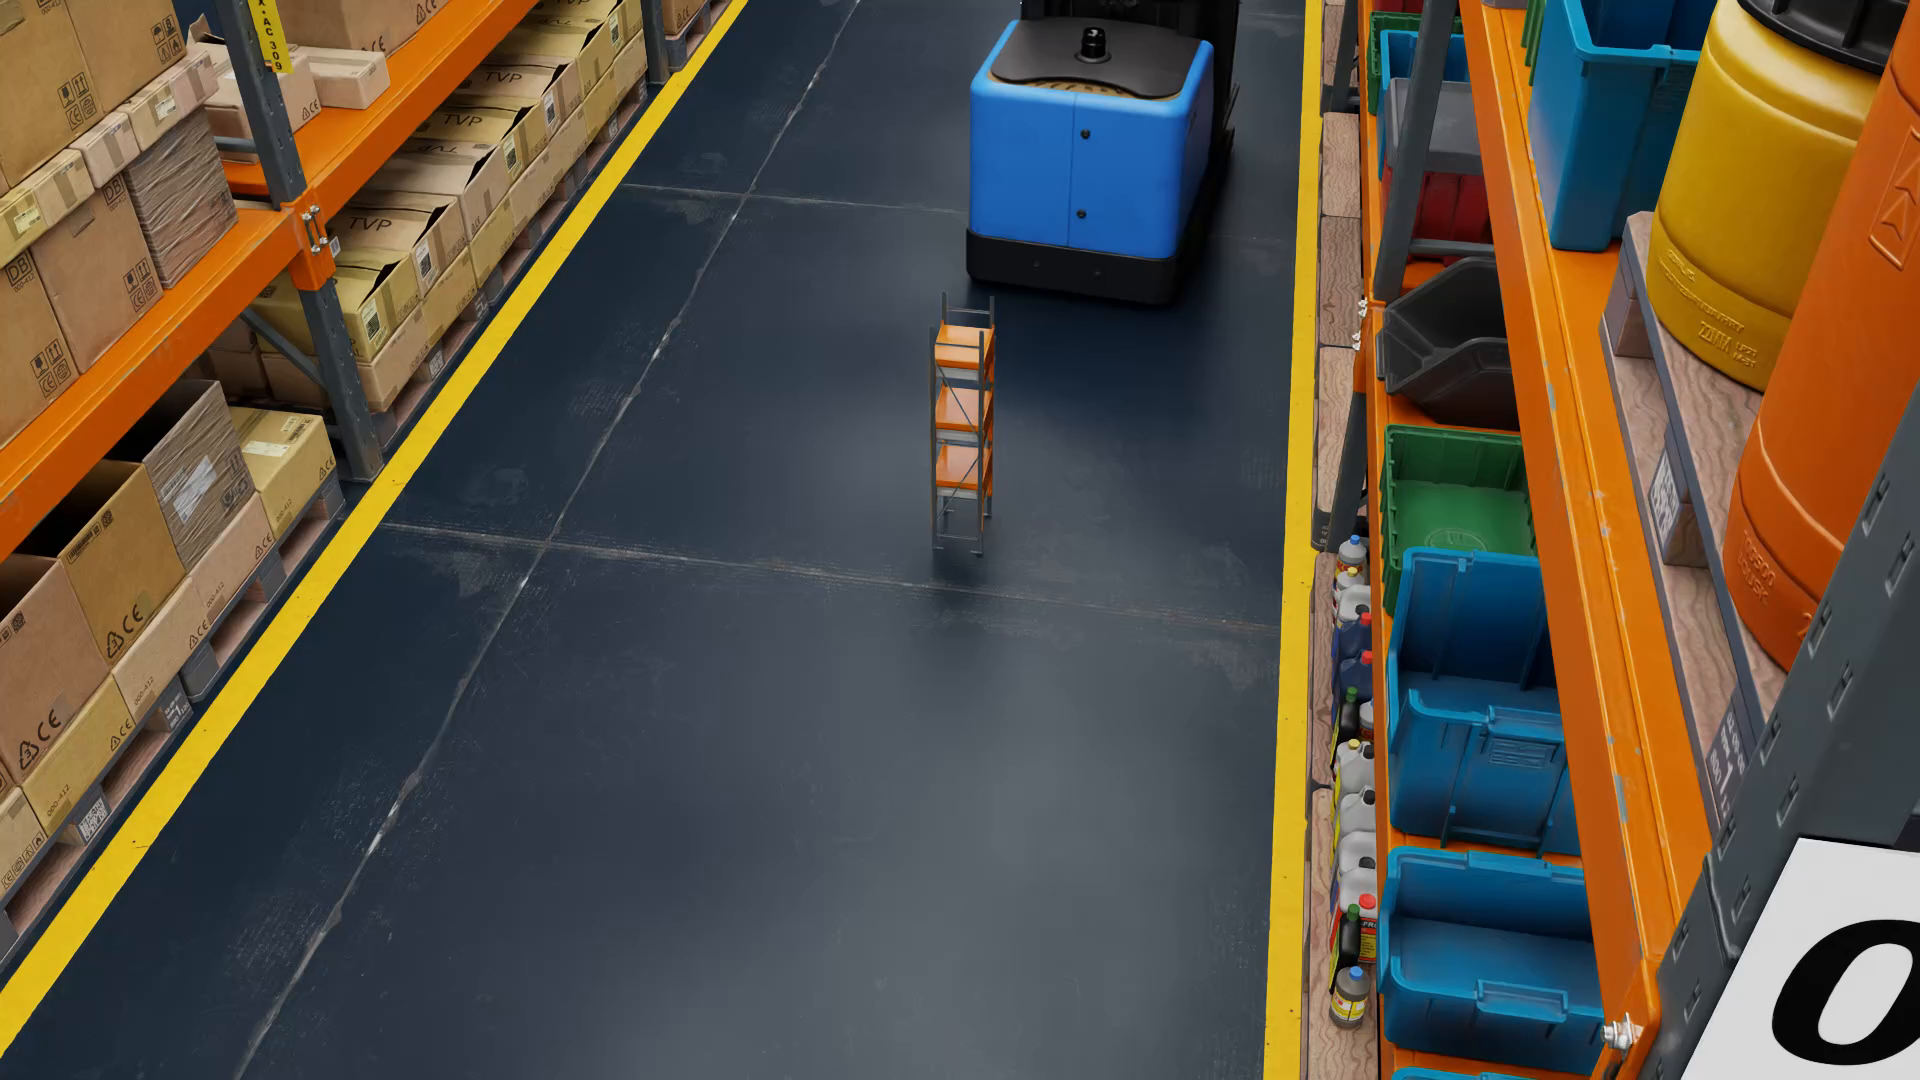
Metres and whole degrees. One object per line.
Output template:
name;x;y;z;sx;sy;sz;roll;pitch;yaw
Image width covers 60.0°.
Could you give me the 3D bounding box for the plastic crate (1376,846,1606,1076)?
plastic crate;1.129;0.875;3.454;0.499;0.251;0.408;6;40;8

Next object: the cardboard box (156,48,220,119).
cardboard box;-2.803;-1.581;5.721;0.380;0.149;0.250;6;40;8

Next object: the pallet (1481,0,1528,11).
pallet;1.883;-1.558;4.075;1.213;0.211;1.003;6;40;8

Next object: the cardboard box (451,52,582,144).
cardboard box;-2.296;-2.316;8.586;0.500;0.311;0.500;6;40;7

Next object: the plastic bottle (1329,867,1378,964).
plastic bottle;1.176;1.096;4.863;0.152;0.276;0.135;7;40;8

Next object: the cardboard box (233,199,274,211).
cardboard box;-3.095;-1.418;7.500;0.500;0.311;0.500;7;40;9

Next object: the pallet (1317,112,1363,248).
pallet;2.431;-1.892;8.873;1.003;0.211;1.213;6;40;8

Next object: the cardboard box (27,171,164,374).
cardboard box;-3.122;-0.915;5.424;0.700;0.500;0.500;6;40;7

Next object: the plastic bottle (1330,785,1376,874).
plastic bottle;1.225;0.876;5.071;0.144;0.351;0.185;8;40;10

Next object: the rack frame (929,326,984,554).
rack frame;-0.012;-0.362;6.363;0.200;1.050;0.008;6;40;8

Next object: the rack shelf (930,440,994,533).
rack shelf;0.009;-0.216;6.640;0.215;0.259;0.240;6;40;8

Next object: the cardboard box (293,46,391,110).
cardboard box;-2.612;-1.924;6.920;0.380;0.149;0.250;6;40;8

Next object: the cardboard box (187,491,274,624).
cardboard box;-2.928;0.039;6.178;0.500;0.250;0.500;6;40;8

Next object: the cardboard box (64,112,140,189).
cardboard box;-2.890;-1.262;5.335;0.380;0.149;0.250;5;40;6

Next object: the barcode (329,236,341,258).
barcode;-2.512;-1.178;6.683;0.001;0.075;0.075;6;40;8

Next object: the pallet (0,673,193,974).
pallet;-3.354;0.850;5.556;1.003;0.211;1.213;6;40;8

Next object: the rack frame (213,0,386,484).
rack frame;-2.966;-1.487;6.195;1.000;3.000;0.127;6;40;8

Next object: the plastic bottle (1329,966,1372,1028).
plastic bottle;1.105;1.280;4.699;0.097;0.201;0.097;0;40;0

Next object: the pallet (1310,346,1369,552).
pallet;2.009;-0.361;7.021;1.003;0.211;1.213;6;40;8

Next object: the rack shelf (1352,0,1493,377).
rack shelf;2.258;-1.917;7.279;1.077;0.370;4.000;6;40;8

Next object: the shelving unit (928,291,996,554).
shelving unit;0.009;-0.438;6.456;0.215;1.050;0.252;6;40;8

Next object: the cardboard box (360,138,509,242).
cardboard box;-2.469;-1.676;7.811;0.500;0.311;0.500;5;40;6

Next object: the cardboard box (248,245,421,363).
cardboard box;-2.650;-1.037;7.039;0.500;0.311;0.500;7;40;8

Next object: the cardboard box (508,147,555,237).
cardboard box;-2.387;-1.780;8.377;0.500;0.250;0.500;7;40;9

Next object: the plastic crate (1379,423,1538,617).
plastic crate;1.399;-0.036;4.606;0.450;0.188;0.662;6;40;8

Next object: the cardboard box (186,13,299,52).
cardboard box;-2.995;-2.007;6.929;0.396;0.266;0.258;5;40;7

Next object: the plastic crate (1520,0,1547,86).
plastic crate;1.370;-1.053;3.482;0.336;0.188;0.450;6;40;8

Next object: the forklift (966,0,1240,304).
forklift;0.916;-3.214;8.337;1.130;2.935;3.031;10;41;12

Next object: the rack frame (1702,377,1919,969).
rack frame;1.219;-0.740;0.583;1.000;3.000;0.127;6;40;8

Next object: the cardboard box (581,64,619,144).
cardboard box;-2.211;-2.419;9.150;0.500;0.250;0.500;6;40;7

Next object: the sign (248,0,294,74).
sign;-2.420;-1.791;5.821;0.100;0.325;0.005;6;40;8

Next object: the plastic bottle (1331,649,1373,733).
plastic bottle;1.330;0.492;5.534;0.144;0.351;0.185;5;40;6

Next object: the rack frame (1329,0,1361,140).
rack frame;2.604;-3.449;8.567;1.000;3.000;0.127;6;40;8

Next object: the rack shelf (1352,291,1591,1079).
rack shelf;1.565;0.594;4.242;1.077;0.370;4.000;6;40;8

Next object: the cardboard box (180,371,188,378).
cardboard box;-3.355;-0.622;6.388;0.500;0.500;0.500;6;40;8

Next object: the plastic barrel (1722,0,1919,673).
plastic barrel;1.178;-0.231;1.654;0.600;0.830;0.708;6;40;8

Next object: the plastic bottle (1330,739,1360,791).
plastic bottle;1.258;0.725;5.370;0.097;0.201;0.097;0;40;0

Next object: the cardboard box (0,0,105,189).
cardboard box;-3.123;-1.429;5.028;0.700;0.500;0.500;6;40;8

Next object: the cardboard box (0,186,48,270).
cardboard box;-2.980;-0.943;4.949;0.380;0.149;0.250;6;40;7

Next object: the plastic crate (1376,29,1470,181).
plastic crate;1.796;-1.659;6.415;0.392;0.384;0.575;6;40;8

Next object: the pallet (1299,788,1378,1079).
pallet;1.545;1.321;4.987;1.003;0.211;1.213;6;40;8

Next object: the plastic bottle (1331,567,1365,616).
plastic bottle;1.407;0.186;6.022;0.097;0.201;0.097;0;40;0

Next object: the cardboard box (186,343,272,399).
cardboard box;-3.180;-0.881;7.290;0.500;0.250;0.500;6;40;7

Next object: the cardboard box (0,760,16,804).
cardboard box;-3.188;0.691;4.800;0.500;0.500;0.500;6;40;8

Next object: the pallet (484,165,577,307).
pallet;-2.669;-1.647;8.576;1.003;0.211;1.213;6;40;8

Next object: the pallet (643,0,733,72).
pallet;-2.108;-3.387;10.681;1.003;0.211;1.213;6;40;8

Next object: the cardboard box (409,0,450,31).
cardboard box;-2.640;-2.651;7.524;0.500;0.500;0.500;6;40;8

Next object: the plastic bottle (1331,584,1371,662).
plastic bottle;1.396;0.299;5.826;0.152;0.276;0.135;8;40;9

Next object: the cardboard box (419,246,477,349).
cardboard box;-2.563;-1.136;7.598;0.500;0.250;0.500;7;40;9

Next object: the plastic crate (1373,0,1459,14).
plastic crate;2.023;-2.493;7.361;0.402;0.464;0.583;6;40;8

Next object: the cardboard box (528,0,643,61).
cardboard box;-2.122;-2.960;9.364;0.500;0.311;0.500;7;40;9

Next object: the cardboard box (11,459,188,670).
cardboard box;-3.012;0.064;5.559;0.500;0.500;0.500;6;40;8

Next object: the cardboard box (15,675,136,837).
cardboard box;-3.086;0.668;5.416;0.500;0.250;0.500;6;40;8

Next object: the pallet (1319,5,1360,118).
pallet;2.699;-2.874;10.060;1.003;0.211;1.213;6;40;8
